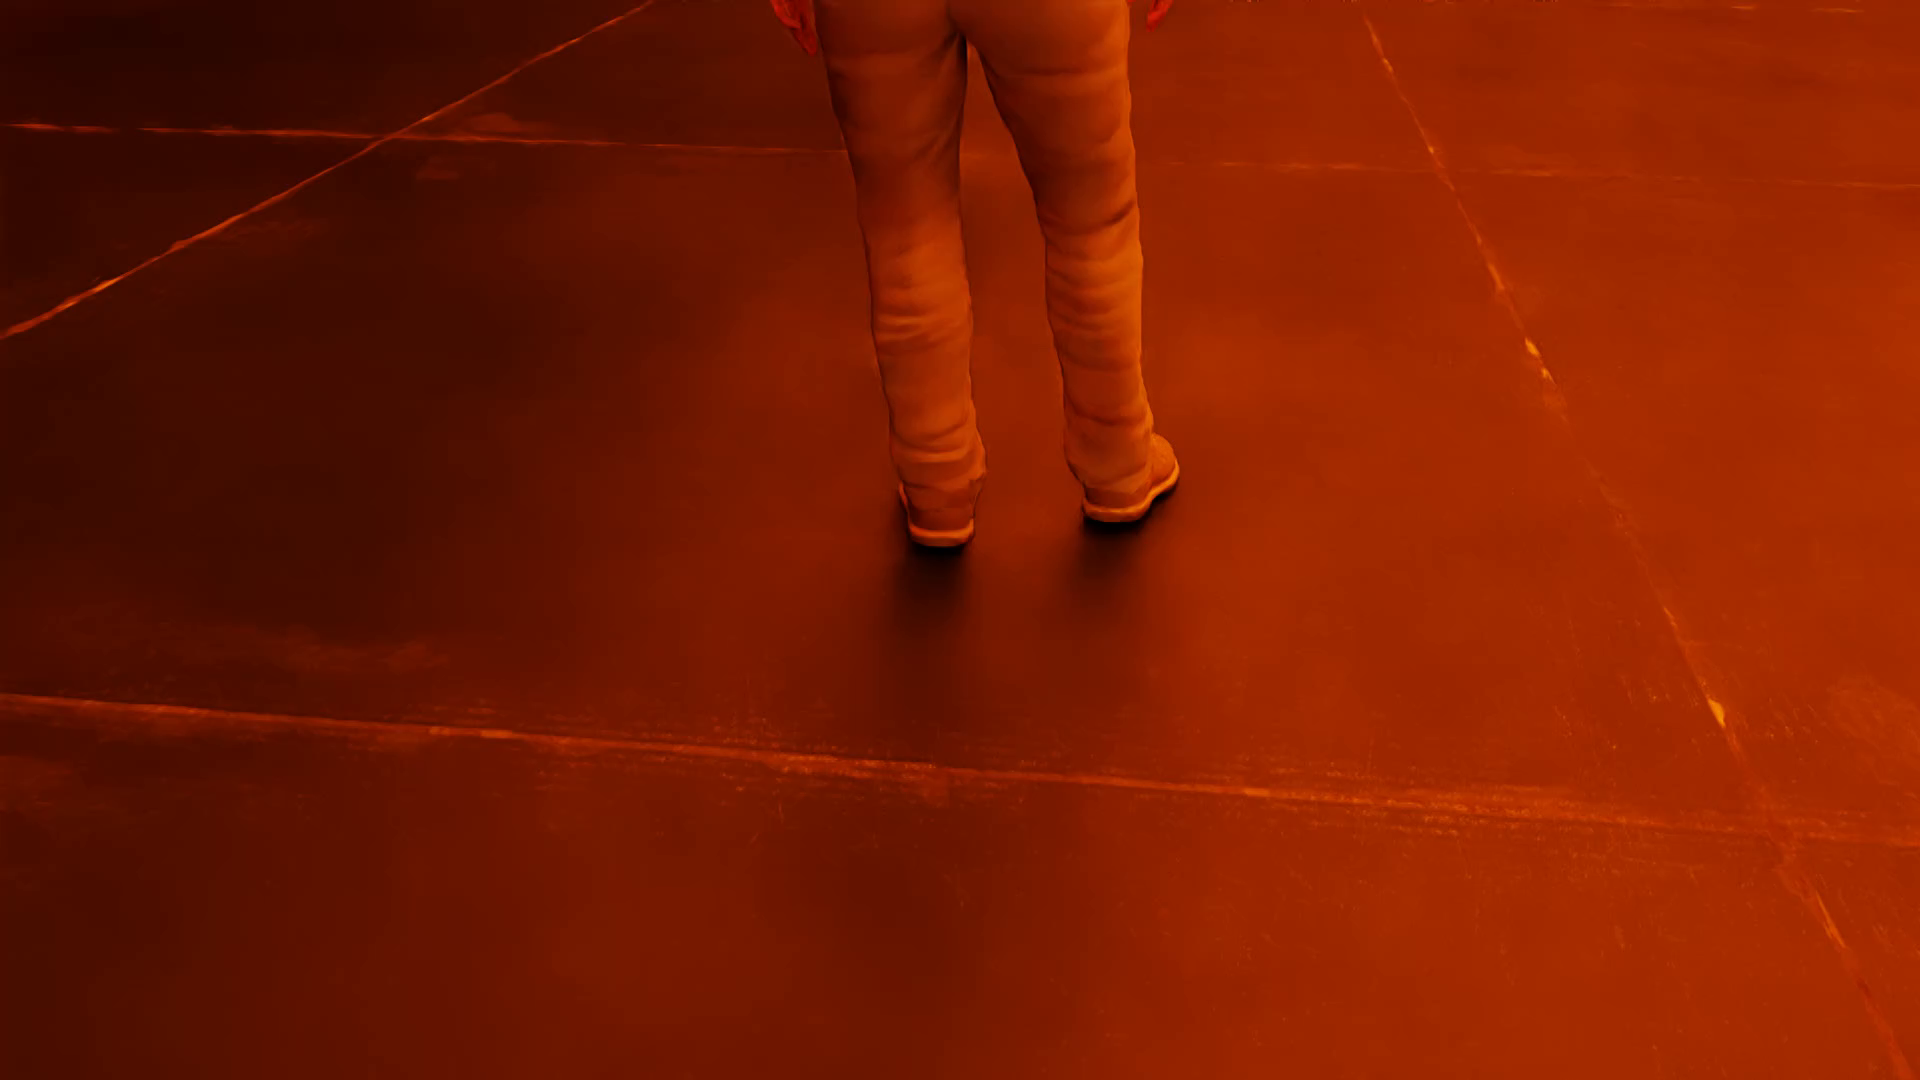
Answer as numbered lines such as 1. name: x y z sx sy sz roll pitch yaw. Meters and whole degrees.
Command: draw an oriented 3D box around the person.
1. person: 0.033 -0.780 2.192 0.598 1.659 0.529 3 27 7
